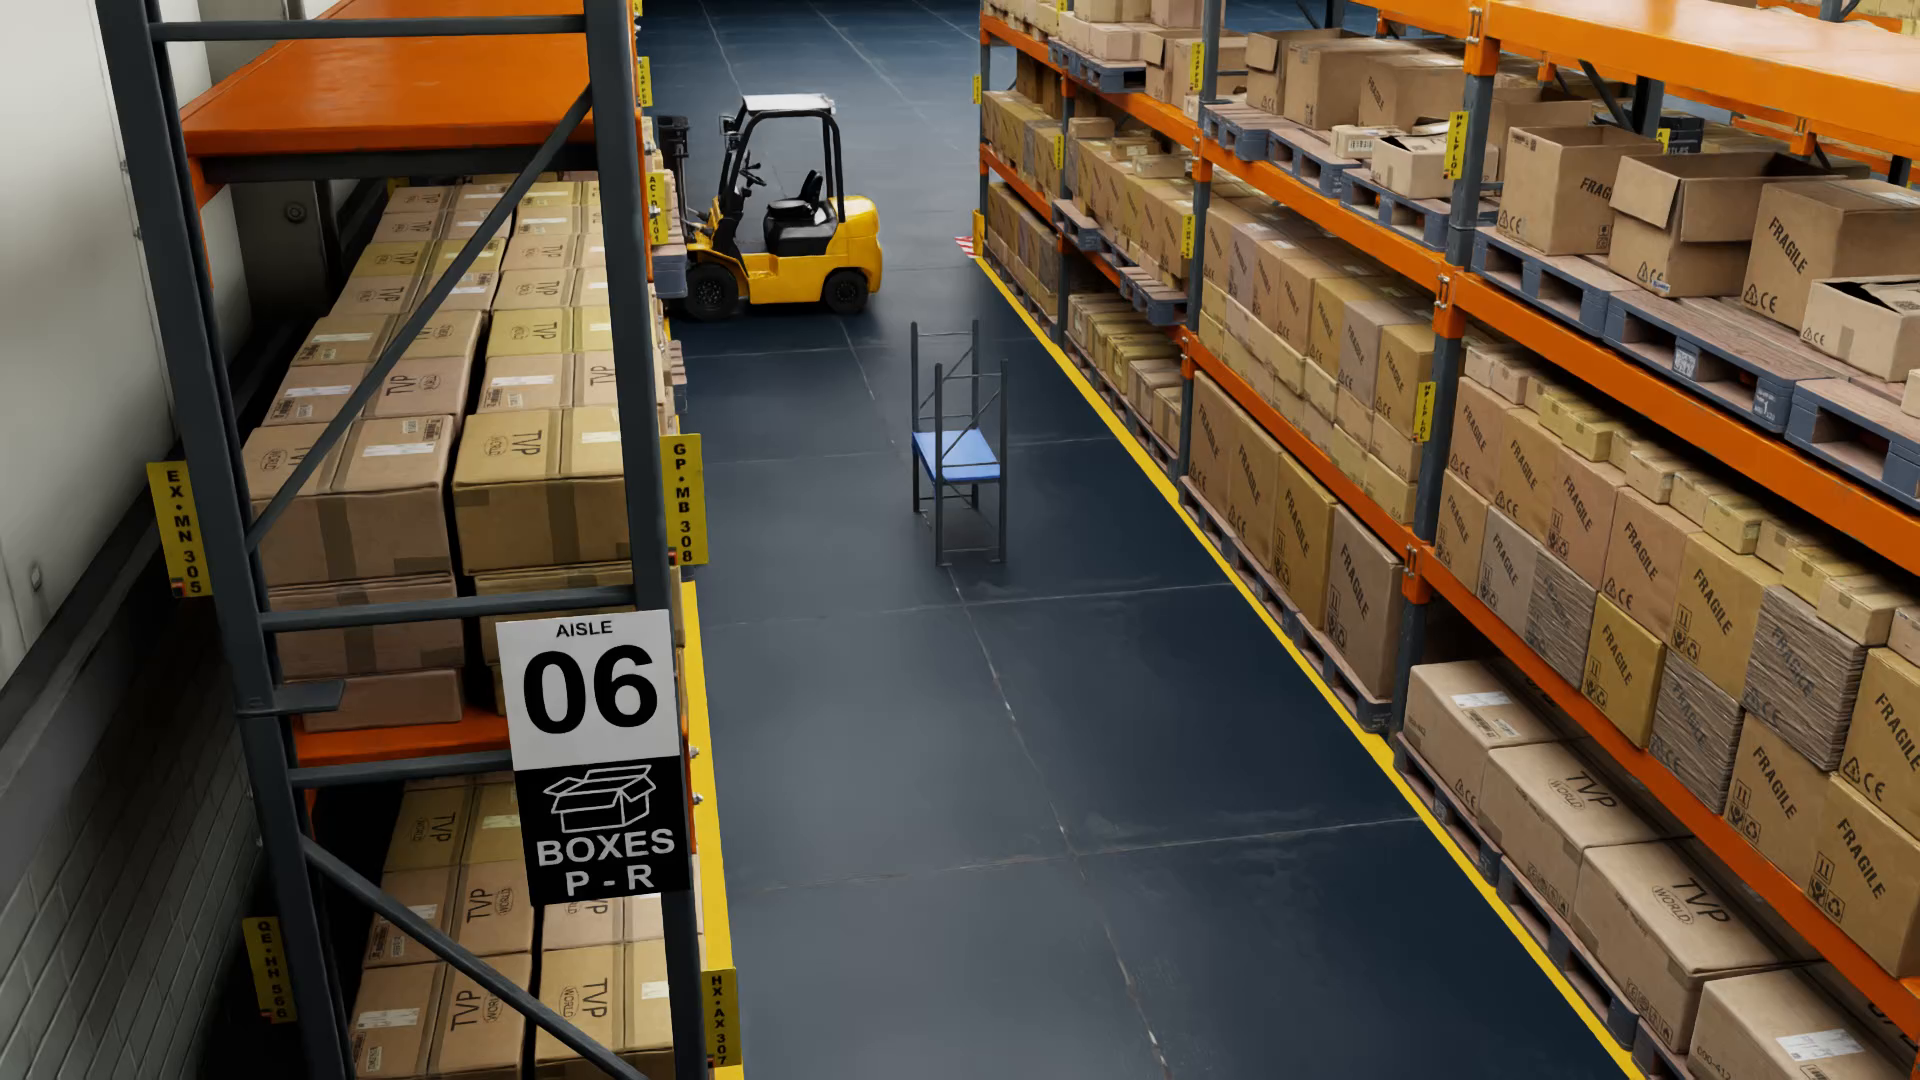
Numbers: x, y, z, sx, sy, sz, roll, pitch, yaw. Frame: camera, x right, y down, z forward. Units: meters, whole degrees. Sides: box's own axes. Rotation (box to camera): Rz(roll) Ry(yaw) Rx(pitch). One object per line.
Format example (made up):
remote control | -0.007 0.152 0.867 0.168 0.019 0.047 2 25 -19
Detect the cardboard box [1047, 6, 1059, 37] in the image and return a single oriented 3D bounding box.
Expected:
cardboard box | 1.134 -4.961 15.930 0.500 0.250 0.500 -5 24 -10

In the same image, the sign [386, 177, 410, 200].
sign | -2.462 -1.599 7.277 0.100 0.325 0.005 -4 24 -10

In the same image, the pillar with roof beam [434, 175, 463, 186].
pillar with roof beam | 0.447 -4.936 12.309 9.100 9.000 0.400 -4 24 -10

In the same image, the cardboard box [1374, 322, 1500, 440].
cardboard box | 2.630 -0.879 9.141 0.500 0.500 0.500 -4 24 -8

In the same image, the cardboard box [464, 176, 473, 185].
cardboard box | -2.088 -1.592 7.693 0.380 0.149 0.250 -5 24 -10

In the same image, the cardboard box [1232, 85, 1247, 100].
cardboard box | 2.282 -3.341 12.572 0.396 0.266 0.258 -4 24 -10

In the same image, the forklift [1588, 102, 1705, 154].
forklift | 5.510 -1.811 12.735 3.031 2.935 1.130 -5 24 -11

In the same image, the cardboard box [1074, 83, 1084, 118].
cardboard box | 1.539 -4.397 16.823 0.700 0.500 0.500 -4 24 -9

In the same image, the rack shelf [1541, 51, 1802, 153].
rack shelf | 6.696 -4.029 14.878 1.077 0.370 4.000 -4 24 -10

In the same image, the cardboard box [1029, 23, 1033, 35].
cardboard box | 0.930 -5.341 17.297 0.380 0.149 0.250 -5 24 -10

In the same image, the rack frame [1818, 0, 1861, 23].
rack frame | 7.066 -4.947 12.333 1.000 3.000 0.127 -4 24 -10

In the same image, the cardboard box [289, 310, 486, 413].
cardboard box | -1.736 -0.508 5.108 0.500 0.250 0.500 -4 24 -9

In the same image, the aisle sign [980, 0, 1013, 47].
aisle sign | 0.425 -6.131 19.291 0.394 0.787 0.004 -4 24 -10

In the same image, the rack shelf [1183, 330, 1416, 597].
rack shelf | 2.590 -0.675 10.946 1.077 0.370 4.000 -4 24 -10

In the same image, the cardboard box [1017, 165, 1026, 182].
cardboard box | 0.829 -3.954 17.870 0.380 0.149 0.250 -4 24 -9

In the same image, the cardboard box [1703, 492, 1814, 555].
cardboard box | 3.146 -0.070 6.478 0.380 0.149 0.250 -4 24 -8

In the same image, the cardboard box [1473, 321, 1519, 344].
cardboard box | 3.161 -0.916 9.226 0.500 0.500 0.500 -4 24 -9

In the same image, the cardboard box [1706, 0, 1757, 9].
cardboard box | 6.469 -4.519 14.327 0.500 0.500 0.500 -4 24 -10

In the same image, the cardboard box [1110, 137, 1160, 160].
cardboard box | 1.522 -3.406 14.468 0.380 0.149 0.250 -3 24 -7

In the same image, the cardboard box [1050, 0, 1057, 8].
cardboard box | 1.084 -5.195 15.966 0.380 0.149 0.250 -5 24 -11

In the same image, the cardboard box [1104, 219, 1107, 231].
cardboard box | 1.487 -2.795 14.690 0.380 0.149 0.250 -4 24 -9

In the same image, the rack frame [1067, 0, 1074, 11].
rack frame | 1.480 -6.114 15.005 1.000 3.000 0.127 -4 24 -10

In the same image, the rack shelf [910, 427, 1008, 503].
rack shelf | -0.016 -0.556 12.099 0.538 0.185 1.000 -4 24 -10

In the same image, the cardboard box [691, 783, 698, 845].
cardboard box | -1.188 1.061 5.889 0.500 0.250 0.500 -5 24 -11

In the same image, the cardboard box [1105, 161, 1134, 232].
cardboard box | 1.562 -2.940 14.212 0.500 0.500 0.500 -5 24 -12

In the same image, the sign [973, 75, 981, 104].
sign | 0.208 -5.294 19.543 0.100 0.325 0.005 -4 24 -10

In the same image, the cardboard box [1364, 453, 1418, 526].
cardboard box | 2.629 -0.307 9.392 0.500 0.250 0.500 -5 24 -11

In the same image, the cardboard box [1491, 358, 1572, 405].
cardboard box | 2.826 -0.776 8.095 0.380 0.149 0.250 -4 24 -9

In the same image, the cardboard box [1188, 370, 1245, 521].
cardboard box | 2.266 -0.732 12.309 0.875 0.875 0.875 -5 24 -10

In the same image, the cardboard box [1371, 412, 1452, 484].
cardboard box | 2.639 -0.534 9.287 0.500 0.250 0.500 -4 24 -10

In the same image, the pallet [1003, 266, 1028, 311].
pallet | 1.092 -2.829 18.464 1.003 0.211 1.213 -4 24 -10

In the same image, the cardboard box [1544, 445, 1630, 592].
cardboard box | 2.981 -0.115 7.392 0.500 0.500 0.500 -4 24 -9

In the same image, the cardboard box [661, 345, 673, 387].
cardboard box | -2.028 -0.807 9.699 0.700 0.500 0.500 -4 24 -10

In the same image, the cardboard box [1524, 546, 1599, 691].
cardboard box | 2.964 0.335 7.611 0.500 0.500 0.500 -4 24 -9

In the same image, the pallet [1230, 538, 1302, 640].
pallet | 2.514 0.281 11.342 1.003 0.211 1.213 -4 24 -10

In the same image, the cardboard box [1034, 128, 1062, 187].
cardboard box | 1.052 -3.905 16.947 0.500 0.500 0.500 -4 24 -8

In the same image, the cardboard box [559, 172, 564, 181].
cardboard box | -2.380 -2.065 9.146 0.380 0.149 0.250 -4 24 -9

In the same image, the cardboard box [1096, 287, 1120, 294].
cardboard box | 1.637 -2.549 17.249 0.500 0.250 0.500 -5 24 -12

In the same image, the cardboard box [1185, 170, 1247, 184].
cardboard box | 2.156 -2.773 13.830 0.500 0.500 0.500 -4 24 -9

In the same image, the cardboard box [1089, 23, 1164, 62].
cardboard box | 1.404 -4.208 14.051 0.500 0.250 0.500 -5 24 -10

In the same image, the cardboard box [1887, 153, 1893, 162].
cardboard box | 10.711 -4.338 18.748 0.380 0.149 0.250 -4 24 -10

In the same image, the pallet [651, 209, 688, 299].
pallet | -1.969 -1.399 8.193 1.213 0.211 1.003 -4 24 -10

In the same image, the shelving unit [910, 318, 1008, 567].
shelving unit | -0.016 -0.721 12.027 0.538 1.500 1.048 -4 24 -10

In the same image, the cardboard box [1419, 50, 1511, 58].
cardboard box | 5.780 -5.319 19.144 0.875 0.550 0.550 -4 24 -10

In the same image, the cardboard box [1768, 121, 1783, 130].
cardboard box | 10.357 -5.227 20.785 0.380 0.149 0.250 -4 24 -10

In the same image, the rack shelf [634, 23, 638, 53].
rack shelf | -3.767 -4.827 16.706 1.077 0.370 4.000 -4 24 -10

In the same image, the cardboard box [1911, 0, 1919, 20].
cardboard box | 10.792 -5.770 18.153 0.500 0.250 0.500 -4 24 -8

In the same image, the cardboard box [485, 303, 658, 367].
cardboard box | -1.195 -0.538 5.178 0.500 0.250 0.500 -5 24 -11

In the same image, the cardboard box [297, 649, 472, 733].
cardboard box | -1.465 0.356 4.253 0.380 0.149 0.250 -4 24 -8

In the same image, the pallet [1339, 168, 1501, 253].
pallet | 2.742 -1.862 9.256 0.805 0.209 1.217 -5 24 -12

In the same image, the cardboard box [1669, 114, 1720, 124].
cardboard box | 6.614 -3.679 15.551 0.700 0.500 0.500 -4 24 -9

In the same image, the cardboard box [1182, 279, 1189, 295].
cardboard box | 1.928 -1.980 12.825 0.380 0.149 0.250 -3 24 -8

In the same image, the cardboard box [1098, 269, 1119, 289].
cardboard box | 1.637 -2.893 17.099 0.500 0.500 0.500 -3 24 -7

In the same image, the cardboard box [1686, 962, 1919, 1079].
cardboard box | 3.479 2.085 6.405 0.875 0.438 0.875 -5 24 -12

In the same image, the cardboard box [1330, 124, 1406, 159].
cardboard box | 2.463 -2.411 10.041 0.380 0.166 0.250 -2 24 -5
